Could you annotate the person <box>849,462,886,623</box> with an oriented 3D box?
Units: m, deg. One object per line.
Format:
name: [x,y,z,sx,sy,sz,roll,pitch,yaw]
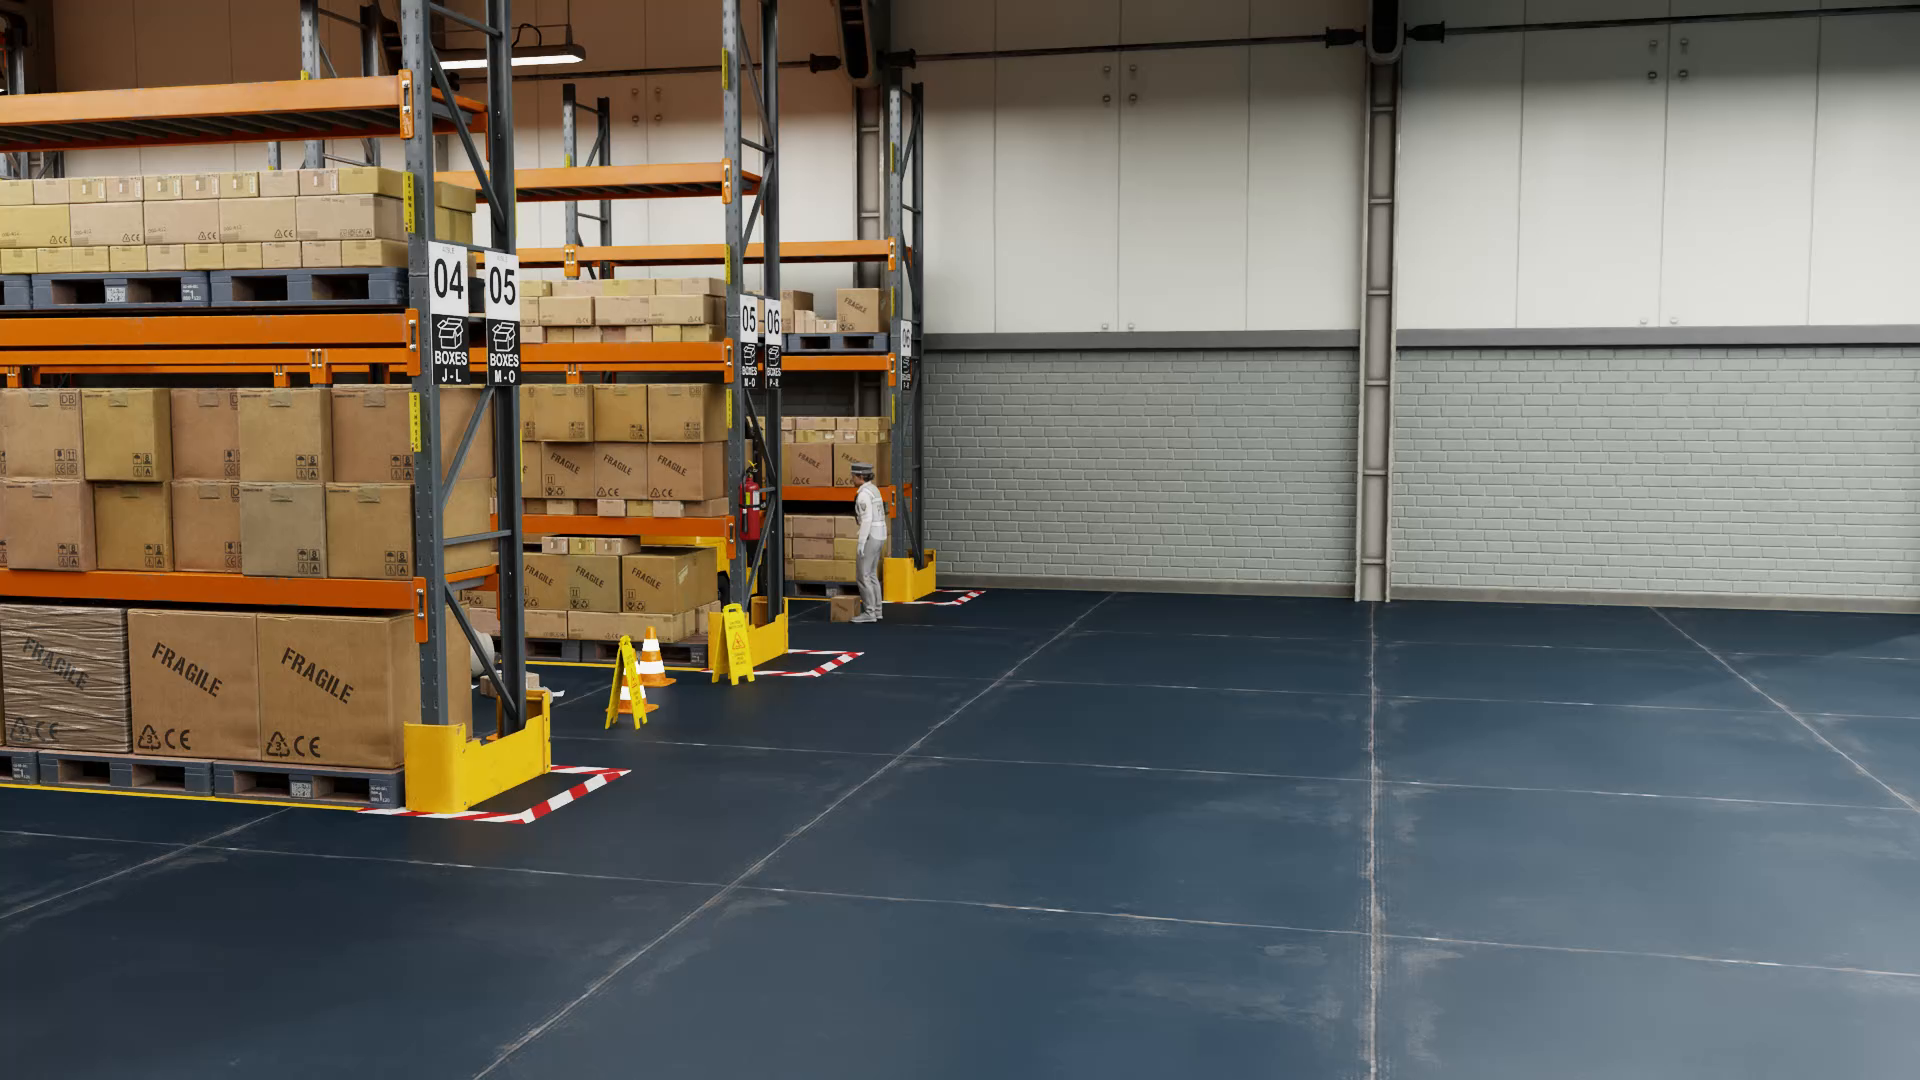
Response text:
person: [-0.965,0.019,17.287,0.369,1.667,0.546,1,5,11]
